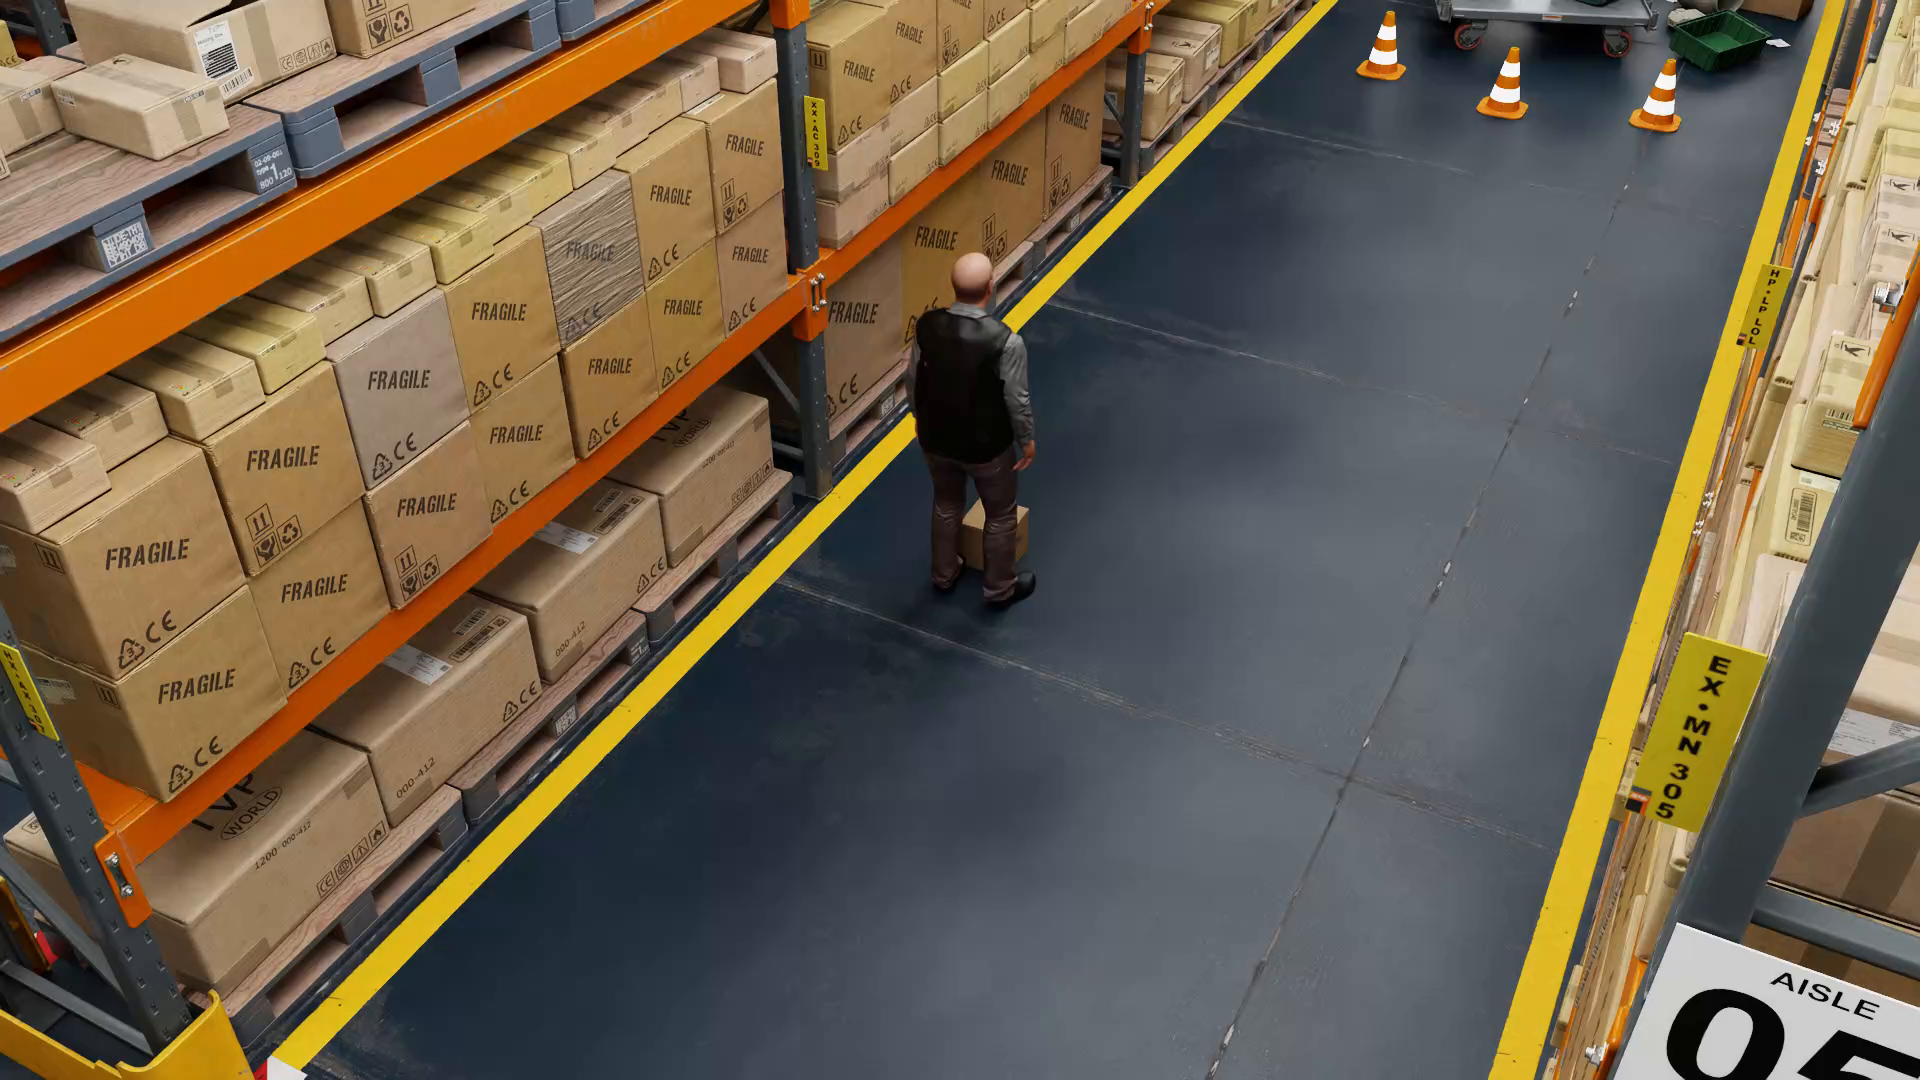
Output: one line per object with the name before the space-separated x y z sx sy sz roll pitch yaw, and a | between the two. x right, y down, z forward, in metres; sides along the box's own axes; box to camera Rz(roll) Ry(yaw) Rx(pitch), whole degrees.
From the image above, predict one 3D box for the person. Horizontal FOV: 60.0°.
person | 0.048 -0.461 7.365 0.588 1.721 0.365 17 41 20
